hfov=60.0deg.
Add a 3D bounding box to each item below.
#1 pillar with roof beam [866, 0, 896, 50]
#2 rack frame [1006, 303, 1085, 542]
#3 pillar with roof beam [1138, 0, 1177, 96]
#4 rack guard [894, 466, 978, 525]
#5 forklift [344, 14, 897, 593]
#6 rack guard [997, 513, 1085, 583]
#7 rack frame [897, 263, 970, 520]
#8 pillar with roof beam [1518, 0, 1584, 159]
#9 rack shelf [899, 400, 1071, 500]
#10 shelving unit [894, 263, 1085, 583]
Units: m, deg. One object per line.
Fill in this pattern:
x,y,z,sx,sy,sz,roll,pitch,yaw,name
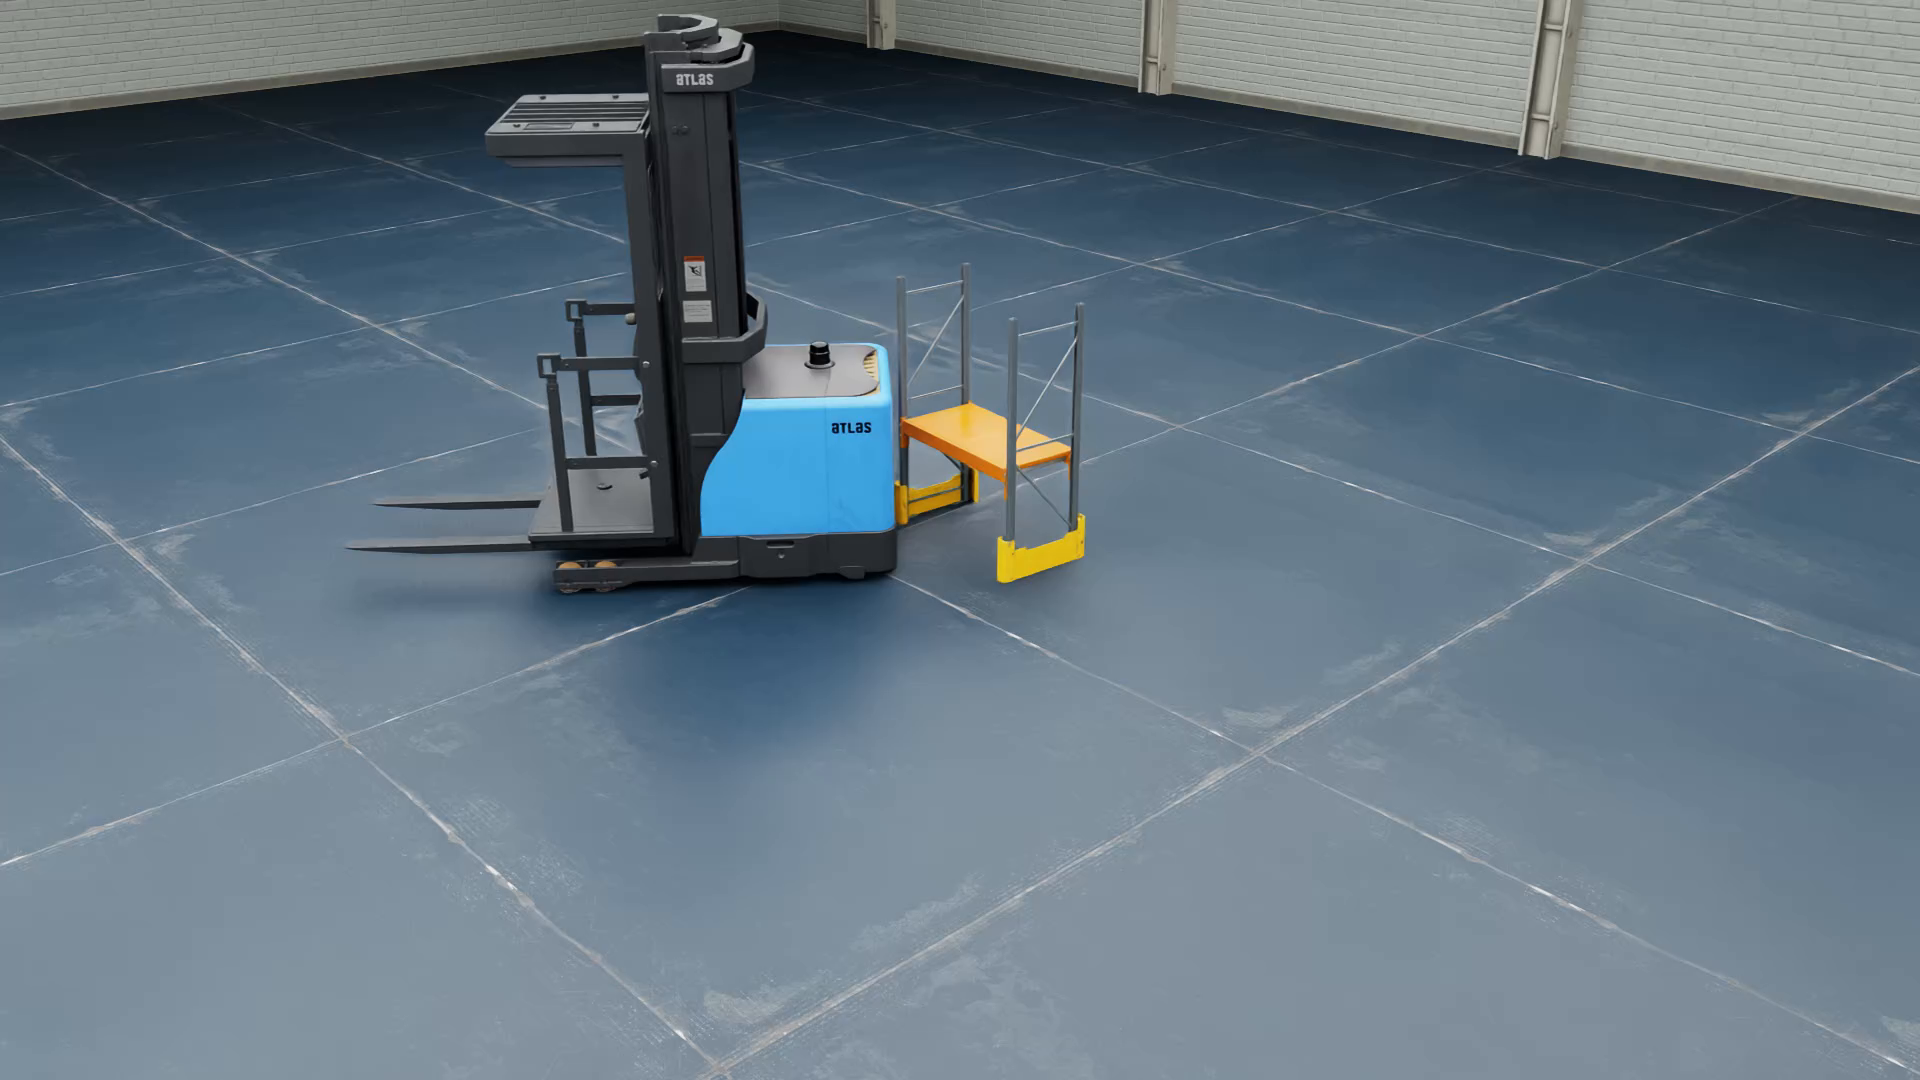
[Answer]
-4.452,-11.087,23.211,9.100,9.000,0.400,-21,32,-38,pillar with roof beam
0.460,-0.525,9.094,0.500,1.500,0.032,-17,30,-33,rack frame
-0.351,-9.269,19.227,9.100,9.000,0.400,-21,32,-38,pillar with roof beam
-0.139,-0.288,10.079,0.587,0.250,0.087,-17,30,-33,rack guard
-1.891,-1.270,9.002,3.031,2.935,1.130,-2,25,-4,forklift
0.459,0.043,9.354,0.587,0.250,0.087,-17,30,-33,rack guard
-0.150,-0.863,9.834,0.500,1.500,0.032,-17,30,-33,rack frame
3.750,-7.452,15.242,9.100,9.000,0.400,-21,32,-38,pillar with roof beam
0.155,-0.530,9.539,0.538,0.185,1.000,-17,30,-33,rack shelf
0.160,-0.691,9.457,0.587,1.500,1.083,-17,30,-33,shelving unit
